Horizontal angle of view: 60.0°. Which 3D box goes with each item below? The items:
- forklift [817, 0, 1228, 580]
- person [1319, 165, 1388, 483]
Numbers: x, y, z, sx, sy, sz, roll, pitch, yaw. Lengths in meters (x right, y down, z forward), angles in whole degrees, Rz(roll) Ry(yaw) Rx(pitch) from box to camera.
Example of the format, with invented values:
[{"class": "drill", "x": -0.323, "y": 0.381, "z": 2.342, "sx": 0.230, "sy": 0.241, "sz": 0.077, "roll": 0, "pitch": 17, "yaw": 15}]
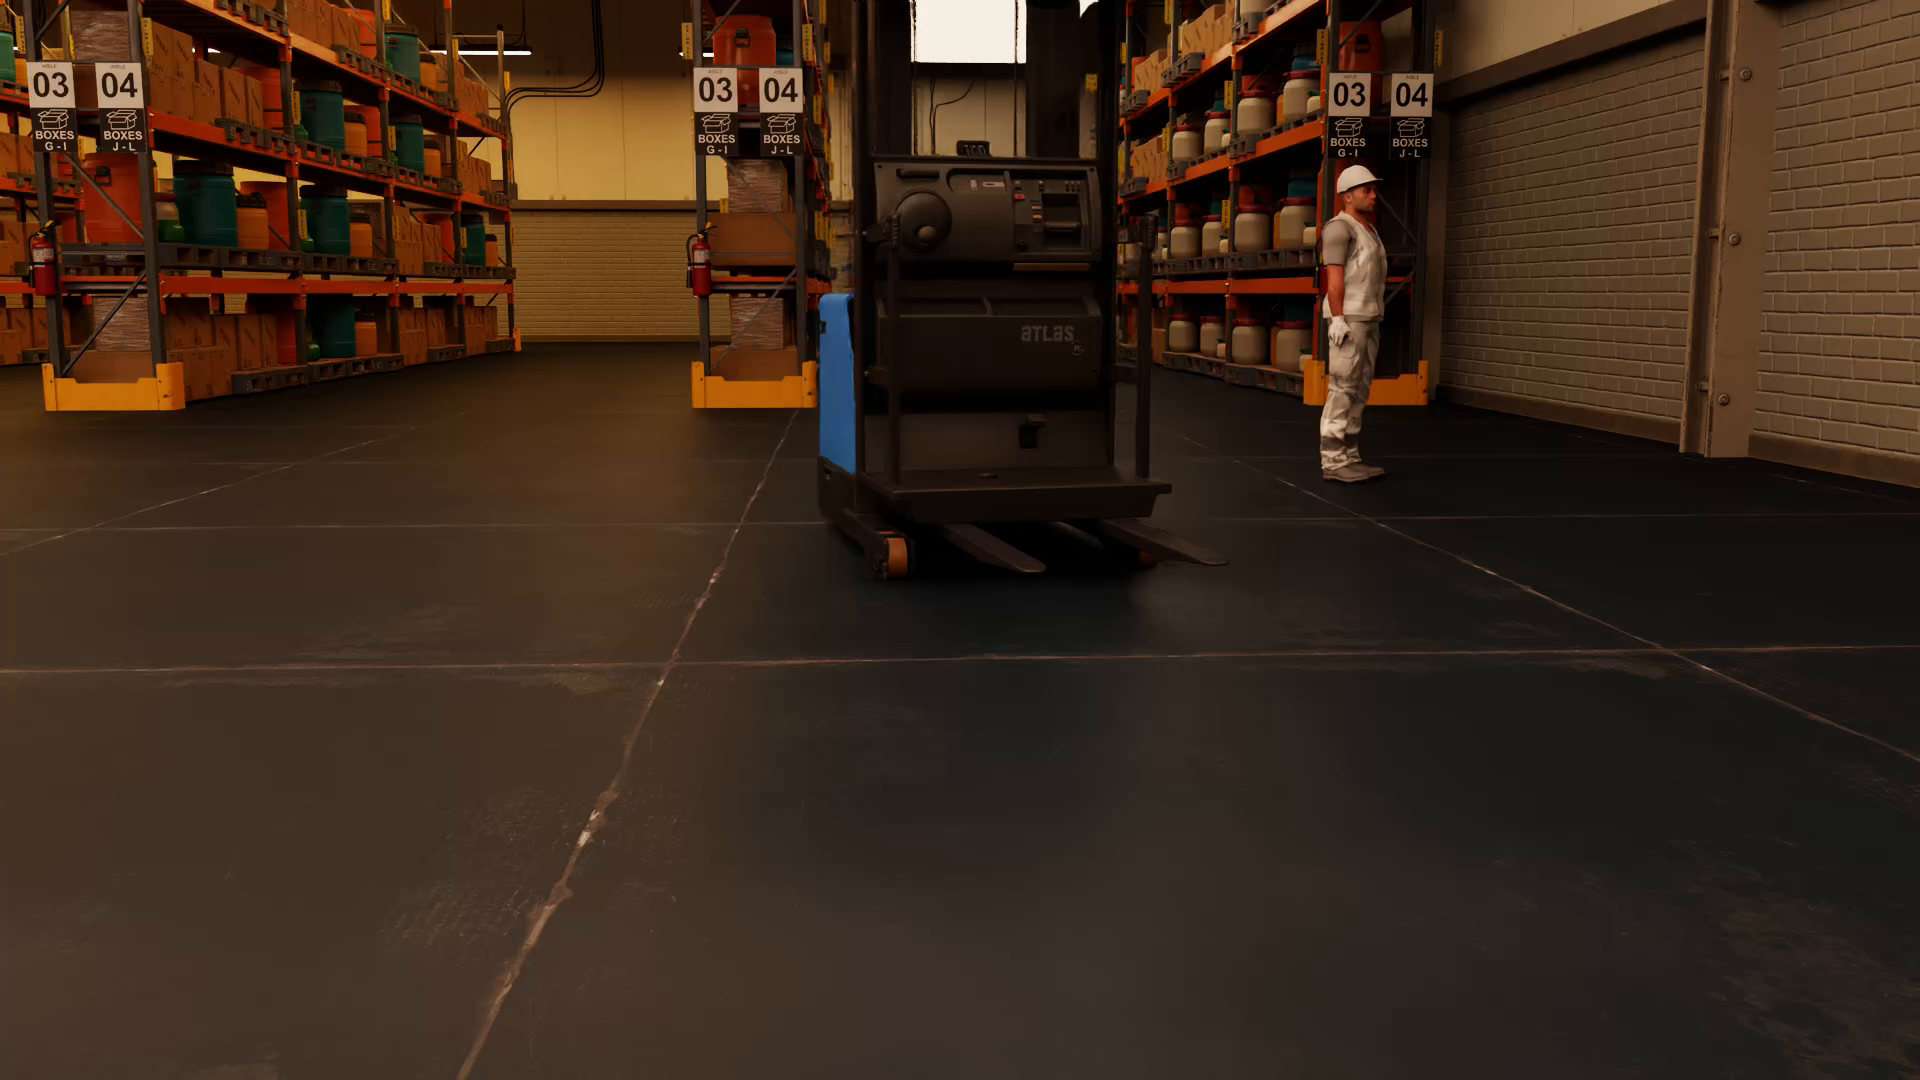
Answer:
[{"class": "forklift", "x": 0.169, "y": -1.359, "z": 6.482, "sx": 1.130, "sy": 2.935, "sz": 3.031, "roll": -2, "pitch": 9, "yaw": -14}, {"class": "person", "x": 2.285, "y": -1.243, "z": 9.583, "sx": 0.352, "sy": 1.795, "sz": 0.550, "roll": 6, "pitch": 10, "yaw": 33}]
